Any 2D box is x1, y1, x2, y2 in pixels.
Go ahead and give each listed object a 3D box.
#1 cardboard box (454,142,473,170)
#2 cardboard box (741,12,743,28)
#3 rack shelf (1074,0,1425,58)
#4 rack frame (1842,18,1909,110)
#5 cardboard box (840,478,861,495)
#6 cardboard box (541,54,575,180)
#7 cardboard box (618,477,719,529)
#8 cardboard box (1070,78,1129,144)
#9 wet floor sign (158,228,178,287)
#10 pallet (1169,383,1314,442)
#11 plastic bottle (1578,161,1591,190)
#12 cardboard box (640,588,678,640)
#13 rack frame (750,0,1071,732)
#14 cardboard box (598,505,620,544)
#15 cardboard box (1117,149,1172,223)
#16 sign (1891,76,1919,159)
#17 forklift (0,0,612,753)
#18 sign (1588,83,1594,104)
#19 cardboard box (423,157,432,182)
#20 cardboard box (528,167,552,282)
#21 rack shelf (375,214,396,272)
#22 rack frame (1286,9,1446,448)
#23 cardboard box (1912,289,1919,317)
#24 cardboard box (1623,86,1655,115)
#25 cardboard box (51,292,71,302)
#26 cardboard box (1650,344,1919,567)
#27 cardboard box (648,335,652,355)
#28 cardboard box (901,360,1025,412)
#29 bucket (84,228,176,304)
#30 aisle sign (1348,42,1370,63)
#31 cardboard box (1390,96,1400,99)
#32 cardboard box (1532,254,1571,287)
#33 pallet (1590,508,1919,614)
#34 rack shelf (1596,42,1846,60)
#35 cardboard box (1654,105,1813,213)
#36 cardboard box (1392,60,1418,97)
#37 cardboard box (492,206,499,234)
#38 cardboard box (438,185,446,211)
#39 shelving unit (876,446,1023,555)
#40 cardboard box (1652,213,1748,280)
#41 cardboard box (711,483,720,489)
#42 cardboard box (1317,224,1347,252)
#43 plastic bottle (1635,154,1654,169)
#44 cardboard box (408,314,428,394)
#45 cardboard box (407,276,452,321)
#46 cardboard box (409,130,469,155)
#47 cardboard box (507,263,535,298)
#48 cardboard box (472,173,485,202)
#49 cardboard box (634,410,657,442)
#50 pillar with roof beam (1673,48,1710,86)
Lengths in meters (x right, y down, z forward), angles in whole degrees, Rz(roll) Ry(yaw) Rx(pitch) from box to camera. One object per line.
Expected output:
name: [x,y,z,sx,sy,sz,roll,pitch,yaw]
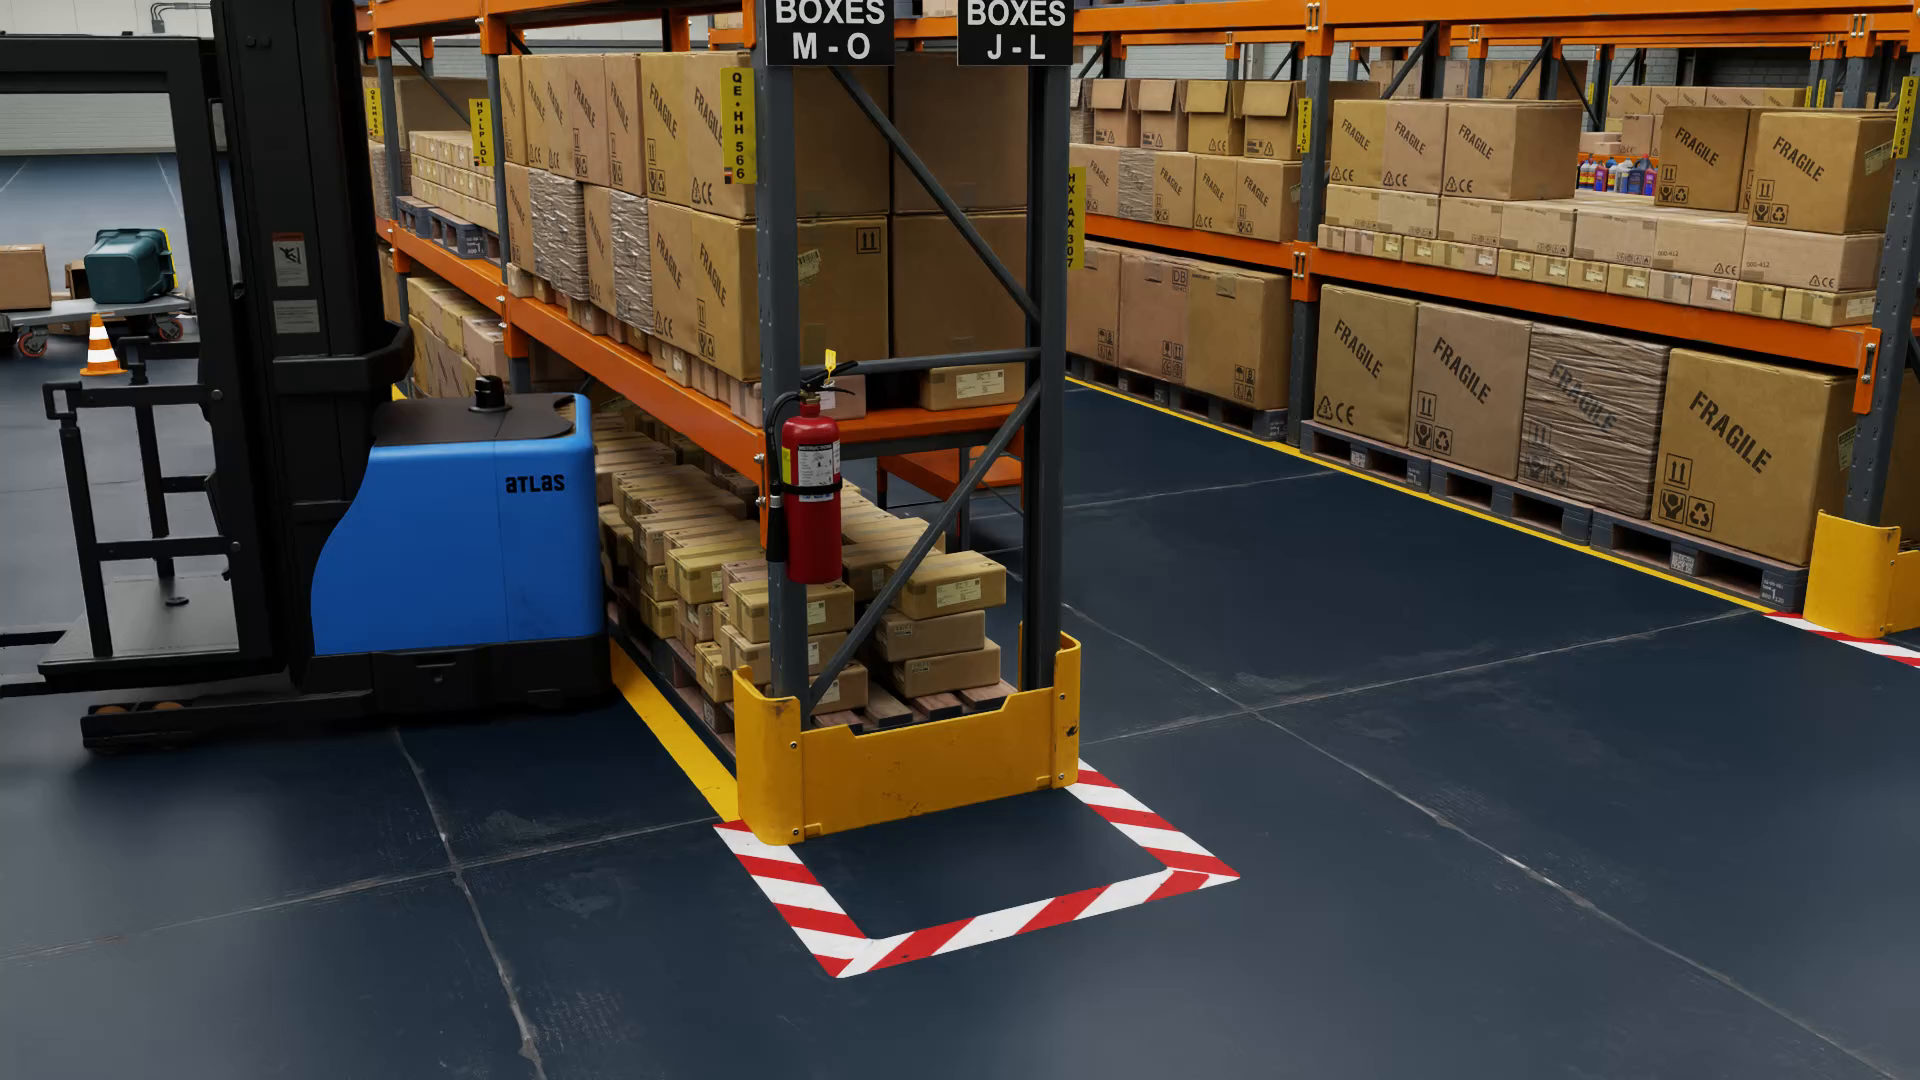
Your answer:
cardboard box: [-2.806,-2.307,9.967,0.380,0.149,0.250,-9,18,-27]
cardboard box: [-2.215,-6.059,19.260,0.500,0.250,0.500,-8,18,-25]
rack shelf: [1.743,-3.707,12.096,1.077,0.370,4.000,-8,18,-25]
rack frame: [7.071,-2.713,12.768,1.000,3.000,0.127,-8,18,-25]
cardboard box: [-0.650,-0.161,7.203,0.380,0.149,0.250,-7,18,-24]
cardboard box: [-1.472,-1.816,7.106,0.500,0.500,0.500,-7,18,-24]
cardboard box: [-1.258,-0.157,7.188,0.380,0.149,0.250,-8,18,-25]
cardboard box: [1.172,-3.454,13.348,0.797,0.503,0.637,-7,17,-23]
wet floor sign: [-8.934,-3.152,18.566,0.267,0.644,0.232,-11,20,-34]
pallet: [2.213,-0.957,11.702,1.003,0.211,1.213,-8,18,-25]
plastic bottle: [5.606,-3.260,14.906,0.097,0.271,0.097,0,16,0]
cardboard box: [-1.080,0.272,6.773,0.380,0.149,0.250,-9,18,-27]
rack frame: [-0.132,-0.549,5.225,1.000,3.000,0.127,-8,18,-25]
cardboard box: [-1.414,-0.070,7.425,0.380,0.149,0.250,-8,18,-25]
cardboard box: [1.508,-2.623,12.272,0.500,0.500,0.500,-8,18,-25]
sign: [3.877,-1.731,6.817,0.100,0.325,0.005,-8,18,-25]
forklift: [-2.932,-0.793,6.202,3.031,2.935,1.130,-4,16,-12]
sign: [10.232,-7.237,26.961,0.100,0.325,0.005,-8,18,-25]
cardboard box: [-3.365,-2.480,11.108,0.380,0.149,0.250,-8,18,-27]
cardboard box: [-1.671,-1.457,7.668,0.500,0.500,0.500,-8,18,-25]
rack shelf: [-4.513,-2.683,13.965,1.077,0.370,4.000,-8,18,-25]
rack frame: [2.619,-2.115,10.682,1.000,3.000,0.127,-8,18,-25]
cardboard box: [4.512,-1.130,7.707,0.380,0.149,0.250,-7,18,-24]
cardboard box: [10.866,-6.906,26.253,0.500,0.500,0.500,-8,18,-25]
cardboard box: [-9.157,-2.442,16.990,0.380,0.149,0.250,1,16,4]
cardboard box: [4.019,-0.453,7.981,0.875,0.875,0.875,-8,18,-25]
cardboard box: [-1.014,-0.805,6.572,0.380,0.149,0.250,-8,18,-27]
cardboard box: [0.021,-0.548,5.678,0.380,0.149,0.250,-8,18,-25]
bucket: [-7.521,-2.437,14.982,0.726,0.611,0.620,-2,26,-6]
aisle sign: [5.964,-7.515,24.789,0.394,0.787,0.004,-8,18,-25]
cardboard box: [6.473,-6.396,24.243,0.380,0.149,0.250,-8,18,-25]
cardboard box: [3.250,-1.430,8.751,0.380,0.149,0.250,-7,18,-24]
pallet: [3.951,0.029,8.269,1.003,0.211,1.213,-8,18,-25]
rack shelf: [11.596,-7.486,25.266,1.077,0.370,4.000,-8,18,-25]
cardboard box: [3.952,-1.958,8.508,0.500,0.500,0.500,-8,18,-26]
cardboard box: [6.720,-6.698,24.120,0.700,0.500,0.500,-8,18,-26]
cardboard box: [-2.351,-1.761,9.142,0.380,0.149,0.250,-8,18,-25]
cardboard box: [-3.148,-2.212,10.716,0.380,0.149,0.250,-7,17,-23]
shelving unit: [0.003,-0.539,8.590,0.538,1.125,1.048,-8,18,-25]
cardboard box: [3.699,-1.408,7.951,0.500,0.250,0.500,-8,18,-26]
cardboard box: [-1.047,-0.211,7.915,0.380,0.149,0.250,-7,18,-24]
cardboard box: [2.449,-1.881,10.321,0.380,0.149,0.250,-8,18,-25]
plastic bottle: [5.970,-3.203,14.564,0.144,0.351,0.185,-8,18,-25]
cardboard box: [-3.556,-1.327,11.706,0.500,0.500,0.500,-8,18,-27]
cardboard box: [-3.552,-1.693,11.623,0.500,0.250,0.500,-9,18,-27]
cardboard box: [-3.606,-2.760,11.547,0.380,0.149,0.250,-8,18,-25]
cardboard box: [-2.054,-1.310,8.333,0.380,0.149,0.250,-7,17,-23]
cardboard box: [-2.582,-2.034,9.555,0.380,0.149,0.250,-8,18,-27]
cardboard box: [-1.494,-0.601,8.737,0.380,0.149,0.250,-7,17,-23]
pillar with roof beam: [7.934,-9.180,24.428,9.100,9.000,0.400,-8,18,-25]
